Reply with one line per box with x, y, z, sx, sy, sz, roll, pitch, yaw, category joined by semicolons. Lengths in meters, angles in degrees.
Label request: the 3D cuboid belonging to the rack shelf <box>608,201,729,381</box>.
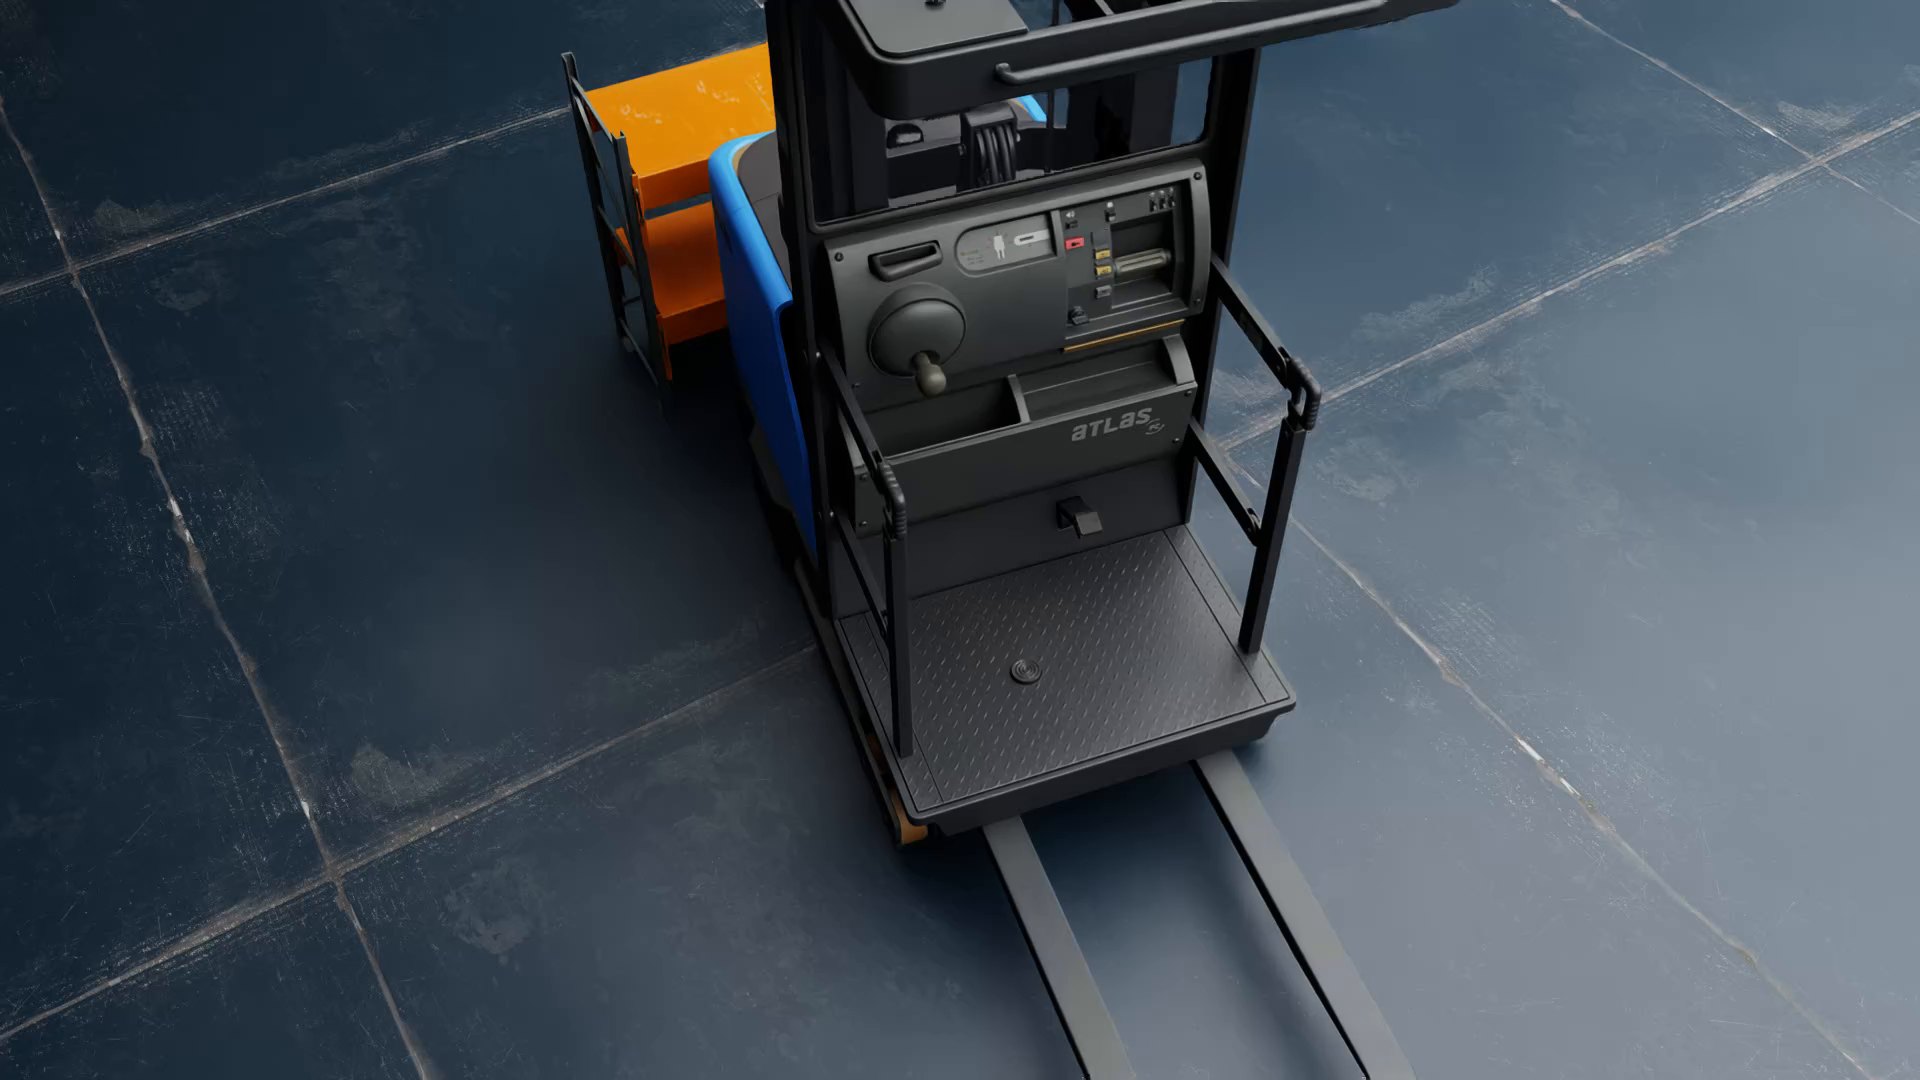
-0.635;-0.956;5.675;1.000;0.278;0.538;-21;52;-18;rack shelf

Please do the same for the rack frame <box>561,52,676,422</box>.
-1.087;-0.945;5.338;0.032;1.125;0.500;-21;52;-18;rack frame

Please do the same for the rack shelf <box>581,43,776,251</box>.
-0.635;-1.313;5.274;1.000;0.278;0.538;-21;52;-18;rack shelf

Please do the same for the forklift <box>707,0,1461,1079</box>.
0.227;-0.508;3.740;1.130;2.935;3.031;-15;50;-13;forklift

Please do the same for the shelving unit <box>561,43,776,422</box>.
-0.635;-1.118;5.493;1.048;1.125;0.538;-21;52;-18;shelving unit
